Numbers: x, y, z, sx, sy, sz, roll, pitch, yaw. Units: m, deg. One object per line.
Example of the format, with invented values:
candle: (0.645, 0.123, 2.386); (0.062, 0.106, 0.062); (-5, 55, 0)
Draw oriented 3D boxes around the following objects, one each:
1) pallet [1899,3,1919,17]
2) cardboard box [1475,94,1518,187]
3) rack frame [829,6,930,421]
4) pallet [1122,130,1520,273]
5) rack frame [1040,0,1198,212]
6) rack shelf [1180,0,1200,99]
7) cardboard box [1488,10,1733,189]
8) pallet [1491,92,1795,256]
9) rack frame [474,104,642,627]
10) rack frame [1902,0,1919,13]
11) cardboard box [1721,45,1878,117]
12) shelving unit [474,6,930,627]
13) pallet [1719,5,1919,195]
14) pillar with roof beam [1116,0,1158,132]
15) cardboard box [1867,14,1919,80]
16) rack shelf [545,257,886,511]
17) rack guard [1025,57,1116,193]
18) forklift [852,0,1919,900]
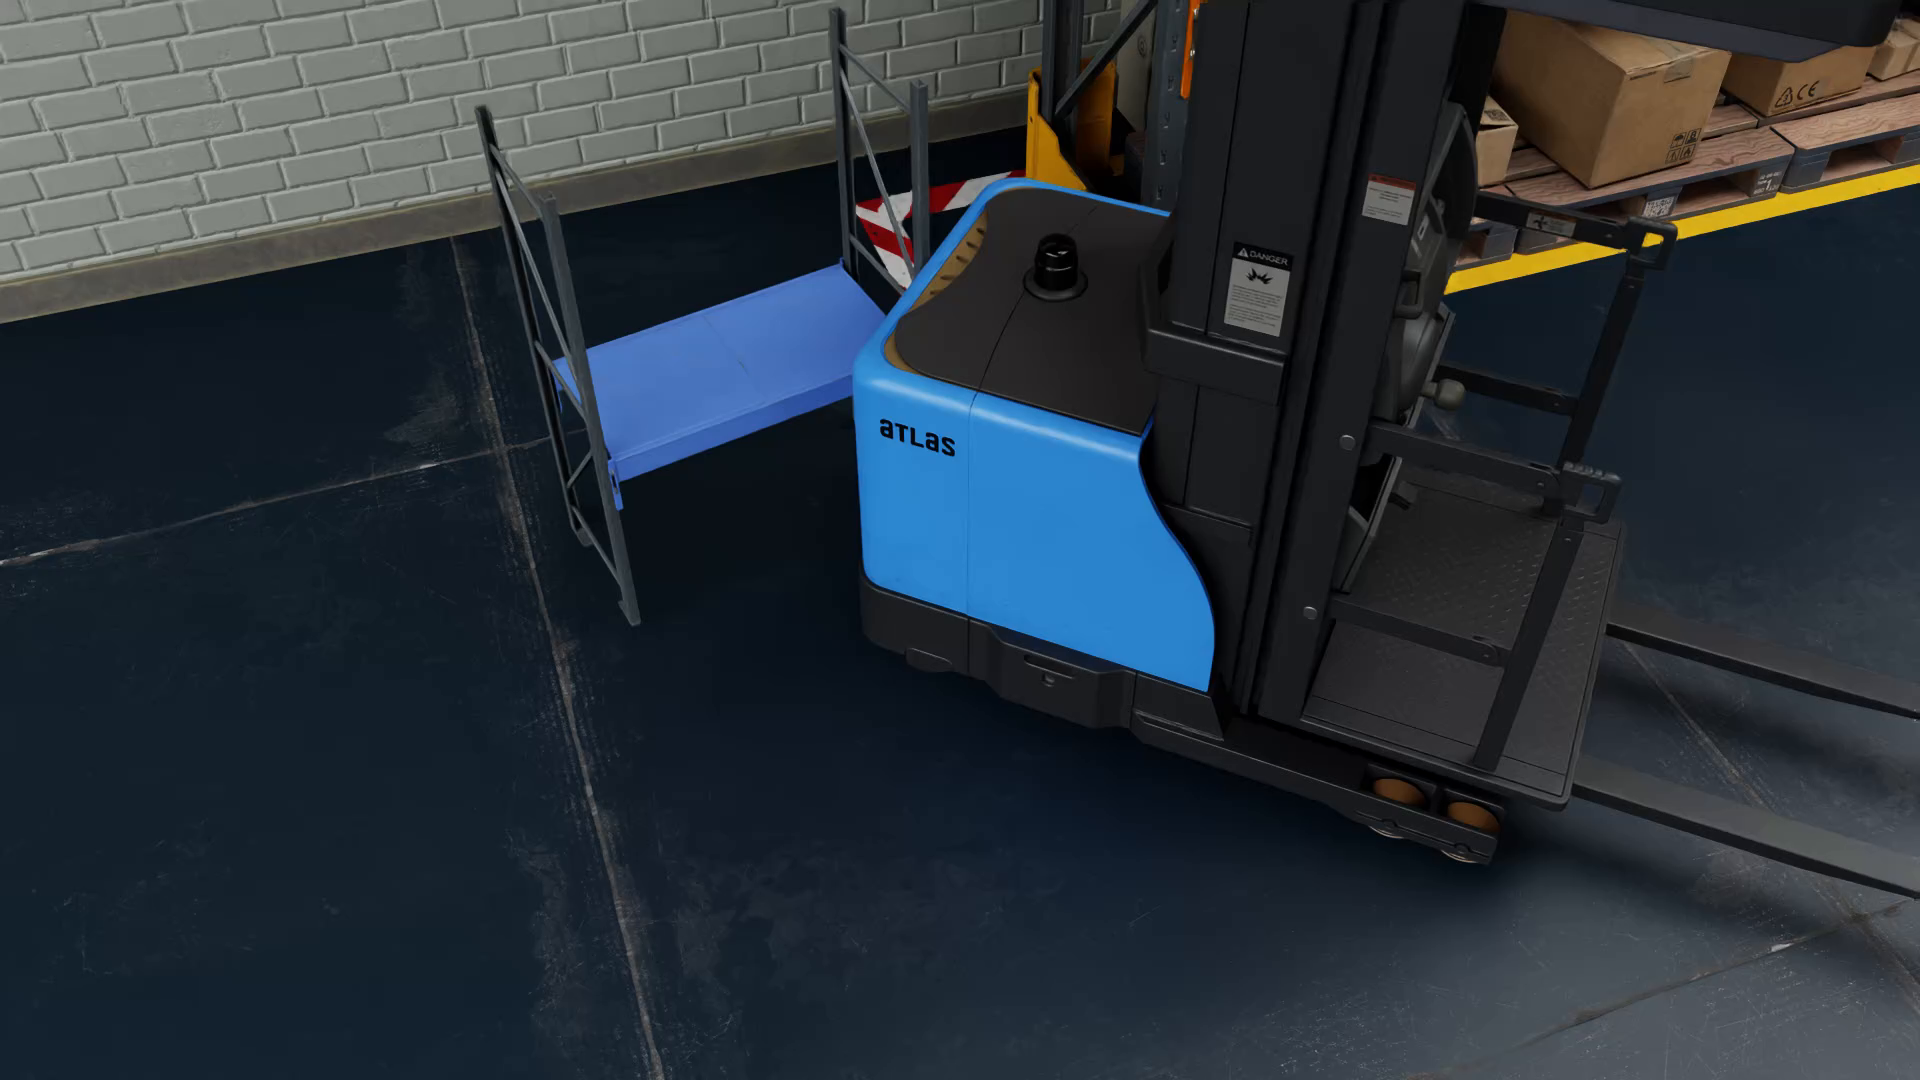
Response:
pallet: (5.025, -2.295, 7.389); (1.213, 0.211, 1.003); (-14, 47, -14)
cardboard box: (1.749, -1.579, 6.294); (0.500, 0.311, 0.500); (-11, 46, -11)
rack frame: (-0.224, -0.794, 4.982); (0.032, 1.500, 0.500); (-23, 49, -21)
pallet: (1.379, -1.335, 6.432); (1.213, 0.211, 1.003); (-14, 47, -14)
rack frame: (0.531, -2.130, 5.255); (0.127, 3.000, 1.000); (-14, 47, -14)
rack shelf: (2.412, -2.357, 5.989); (4.000, 0.370, 1.077); (-14, 47, -14)
cardboard box: (2.456, -1.789, 6.370); (0.500, 0.500, 0.700); (-17, 48, -16)
pallet: (2.524, -1.626, 6.722); (1.213, 0.211, 1.003); (-14, 47, -14)
rack frame: (-1.098, -0.427, 4.616); (0.032, 1.500, 0.500); (-23, 49, -21)
rack frame: (4.293, -3.092, 6.213); (0.127, 3.000, 1.000); (-14, 47, -14)
cardboard box: (3.331, -2.088, 6.668); (0.500, 0.500, 0.500); (-18, 48, -17)
shelving unit: (-0.661, -0.610, 4.799); (1.048, 1.500, 0.538); (-23, 49, -21)
pallet: (3.674, -1.922, 7.017); (1.213, 0.211, 1.003); (-14, 47, -14)
pillar with roof beam: (2.357, -2.124, 1.014); (0.400, 9.000, 9.100); (-14, 47, -14)
cardboard box: (3.800, -2.098, 6.913); (0.250, 0.166, 0.380); (-20, 49, -19)
rack shelf: (-0.661, -0.483, 4.927); (1.000, 0.185, 0.538); (-23, 49, -21)
rack guard: (0.602, -1.265, 6.158); (0.348, 0.500, 1.175); (-14, 47, -14)
forklift: (1.274, -0.614, 3.793); (3.031, 2.935, 1.130); (17, 48, 16)
